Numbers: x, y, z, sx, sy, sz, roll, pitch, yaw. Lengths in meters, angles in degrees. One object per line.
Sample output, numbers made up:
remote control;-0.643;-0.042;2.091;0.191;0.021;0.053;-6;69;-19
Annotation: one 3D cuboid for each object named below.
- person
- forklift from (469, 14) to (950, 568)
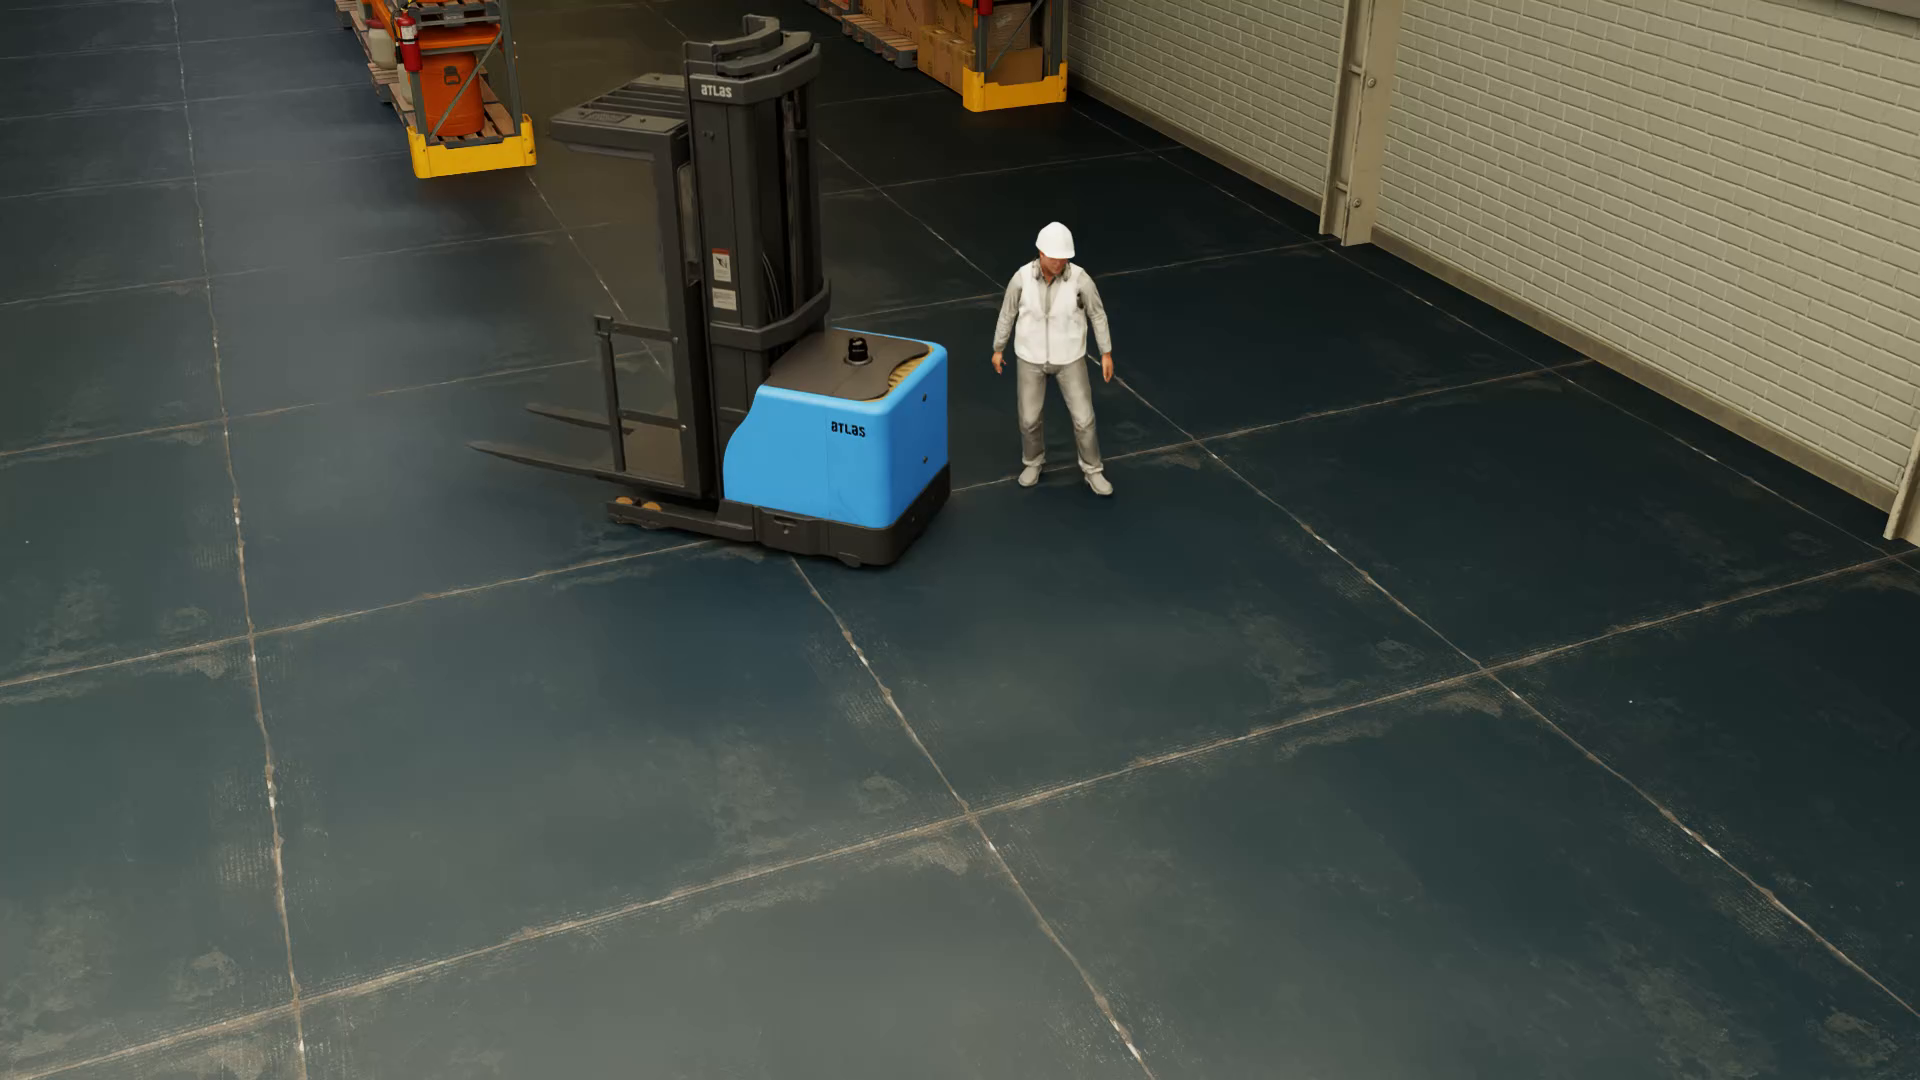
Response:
person;0.588;-1.132;10.296;0.805;1.747;0.434;3;30;6
forklift;-1.631;-1.565;9.857;3.031;2.935;1.130;11;32;19
